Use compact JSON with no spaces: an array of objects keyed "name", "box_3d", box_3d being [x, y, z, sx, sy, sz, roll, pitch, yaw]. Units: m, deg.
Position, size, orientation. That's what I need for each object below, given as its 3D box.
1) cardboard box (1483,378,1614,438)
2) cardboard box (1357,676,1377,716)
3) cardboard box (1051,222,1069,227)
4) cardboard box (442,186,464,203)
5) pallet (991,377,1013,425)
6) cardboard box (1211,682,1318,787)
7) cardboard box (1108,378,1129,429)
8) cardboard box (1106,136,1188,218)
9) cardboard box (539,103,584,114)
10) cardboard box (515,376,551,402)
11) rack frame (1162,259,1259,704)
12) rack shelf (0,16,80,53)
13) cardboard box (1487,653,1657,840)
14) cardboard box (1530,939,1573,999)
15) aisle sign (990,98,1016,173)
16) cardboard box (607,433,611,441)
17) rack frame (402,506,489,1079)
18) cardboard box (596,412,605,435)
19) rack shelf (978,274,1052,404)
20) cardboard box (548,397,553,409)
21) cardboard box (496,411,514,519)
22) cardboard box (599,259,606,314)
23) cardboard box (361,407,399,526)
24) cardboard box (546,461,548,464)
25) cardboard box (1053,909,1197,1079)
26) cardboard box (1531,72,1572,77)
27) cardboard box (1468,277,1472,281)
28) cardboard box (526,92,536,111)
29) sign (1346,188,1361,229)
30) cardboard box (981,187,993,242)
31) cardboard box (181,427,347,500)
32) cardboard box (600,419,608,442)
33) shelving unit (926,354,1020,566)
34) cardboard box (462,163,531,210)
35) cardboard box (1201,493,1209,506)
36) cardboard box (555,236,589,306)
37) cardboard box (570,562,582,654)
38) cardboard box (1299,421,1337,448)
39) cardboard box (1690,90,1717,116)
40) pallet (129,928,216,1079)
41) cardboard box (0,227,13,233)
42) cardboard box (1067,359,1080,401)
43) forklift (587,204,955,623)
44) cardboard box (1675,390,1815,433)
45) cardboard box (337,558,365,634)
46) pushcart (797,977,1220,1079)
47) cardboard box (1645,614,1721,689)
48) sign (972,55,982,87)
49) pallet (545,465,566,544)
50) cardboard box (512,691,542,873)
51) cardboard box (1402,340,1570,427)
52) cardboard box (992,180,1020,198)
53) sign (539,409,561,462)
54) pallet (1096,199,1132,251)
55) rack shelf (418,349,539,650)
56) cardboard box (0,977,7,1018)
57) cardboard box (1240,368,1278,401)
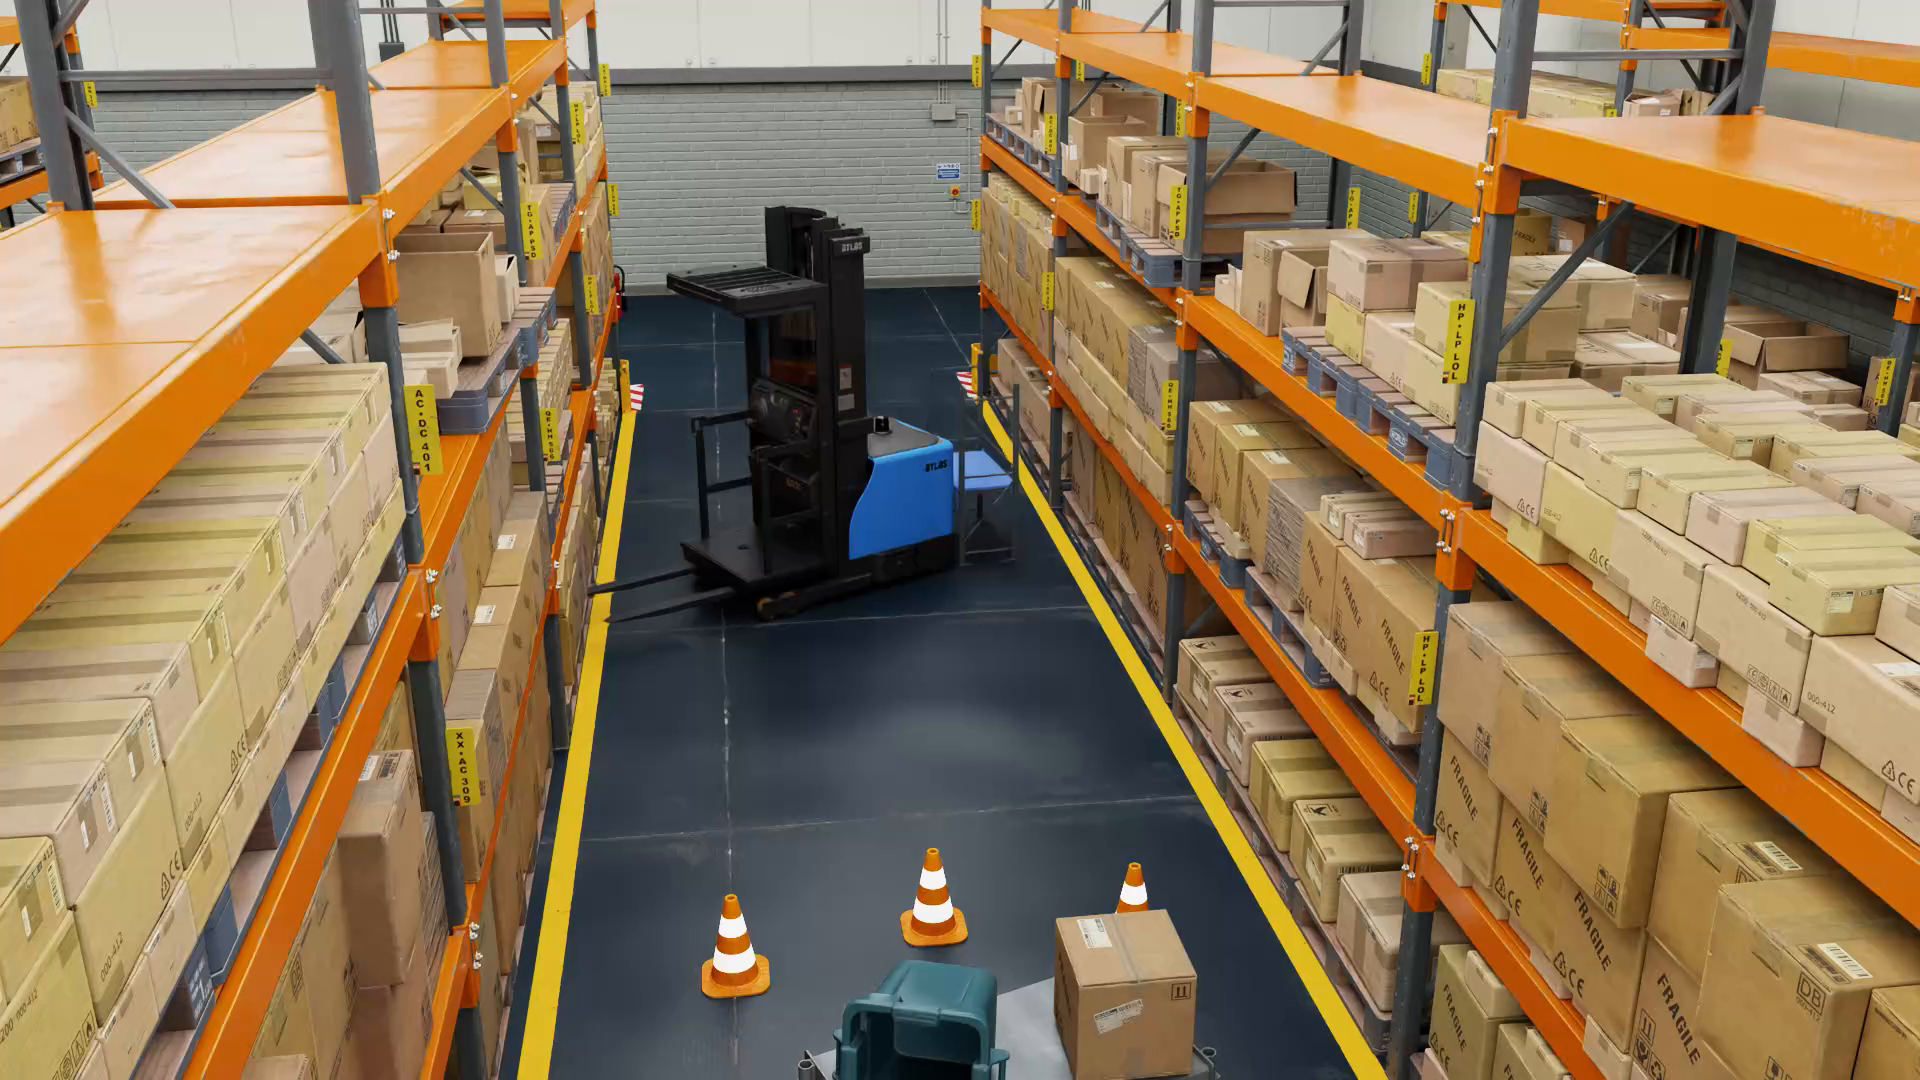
[{"name":"cardboard box","box_3d":[2.180,-0.491,6.177,0.380,0.149,0.250,-3,21,-9]},{"name":"cardboard box","box_3d":[2.090,0.709,7.790,0.380,0.149,0.250,-4,21,-9]},{"name":"cardboard box","box_3d":[1.015,-2.732,14.745,0.380,0.149,0.250,-2,21,-6]},{"name":"cardboard box","box_3d":[-3.489,-2.039,10.958,0.500,0.500,0.500,-3,21,-8]},{"name":"pallet","box_3d":[0.921,-1.531,18.015,1.003,0.211,1.213,-3,21,-8]},{"name":"cardboard box","box_3d":[2.067,1.145,10.020,0.950,0.372,0.625,-3,21,-9]},{"name":"cardboard box","box_3d":[1.389,-1.013,12.141,0.500,0.250,0.500,-3,21,-9]},{"name":"cardboard box","box_3d":[1.340,-2.585,11.820,0.500,0.500,0.500,-3,21,-7]},{"name":"cardboard box","box_3d":[-3.523,-3.767,14.659,0.380,0.149,0.250,-2,21,-5]},{"name":"cardboard box","box_3d":[-3.068,-1.039,11.618,0.380,0.149,0.250,-2,21,-6]},{"name":"rack frame","box_3d":[1.881,-0.341,10.841,1.000,3.000,0.127,-3,21,-8]},{"name":"rack shelf","box_3d":[-8.790,-4.204,14.211,1.077,0.370,4.000,-3,21,-8]},{"name":"cardboard box","box_3d":[2.359,0.731,5.975,0.700,0.500,0.500,-3,21,-7]},{"name":"cardboard box","box_3d":[2.343,1.550,6.139,0.380,0.149,0.250,-2,21,-6]},{"name":"aisle sign","box_3d":[0.431,-4.339,17.830,0.394,0.787,0.004,-3,21,-8]},{"name":"cardboard box","box_3d":[-3.616,-1.070,16.268,0.380,0.149,0.250,-3,21,-7]},{"name":"rack frame","box_3d":[-2.426,1.329,6.371,1.000,3.000,0.127,-3,21,-8]},{"name":"cardboard box","box_3d":[-3.506,-1.075,15.433,0.380,0.149,0.250,-2,21,-7]},{"name":"rack shelf","box_3d":[1.016,-2.081,16.529,1.077,0.370,4.000,-3,21,-8]},{"name":"cardboard box","box_3d":[-3.060,-0.898,11.666,0.380,0.149,0.250,-3,21,-8]},{"name":"cardboard box","box_3d":[-2.948,-0.415,9.469,0.700,0.500,0.500,-3,21,-8]},{"name":"cardboard box","box_3d":[-3.623,-2.343,15.633,0.500,0.500,0.500,-2,21,-5]},{"name":"cardboard box","box_3d":[-2.101,-0.232,5.308,0.500,0.250,0.500,-3,21,-8]},{"name":"cardboard box","box_3d":[-2.985,-0.580,11.240,0.380,0.149,0.250,-2,21,-5]},{"name":"cardboard box","box_3d":[0.701,1.961,7.170,0.500,0.500,0.500,-3,21,-8]},{"name":"cardboard box","box_3d":[6.054,-4.751,17.436,0.500,0.250,0.500,-4,21,-9]},{"name":"cardboard box","box_3d":[5.552,-2.668,17.432,0.380,0.149,0.250,-4,21,-9]},{"name":"cardboard box","box_3d":[-4.172,-4.103,15.558,0.380,0.149,0.250,-2,21,-6]},{"name":"sign","box_3d":[2.419,-2.015,10.297,0.100,0.325,0.005,-3,21,-8]},{"name":"cardboard box","box_3d":[0.516,-3.445,17.582,0.500,0.500,0.500,-3,21,-9]},{"name":"cardboard box","box_3d":[-1.950,-0.204,4.665,0.380,0.149,0.250,-3,21,-7]},{"name":"cardboard box","box_3d":[-3.537,-1.029,15.735,0.380,0.149,0.250,-3,21,-8]},{"name":"shelving unit","box_3d":[0.093,-0.689,13.917,0.538,1.500,1.048,-6,21,-15]},{"name":"cardboard box","box_3d":[-2.862,-2.199,10.293,0.396,0.266,0.258,-3,21,-8]},{"name":"cardboard box","box_3d":[1.744,-0.298,10.485,0.380,0.149,0.250,-4,21,-11]},{"name":"cardboard box","box_3d":[-3.403,-2.264,13.994,0.500,0.500,0.500,-2,21,-6]},{"name":"cardboard box","box_3d":[-2.928,0.487,11.599,0.500,0.500,0.500,-3,21,-7]},{"name":"cardboard box","box_3d":[2.307,-0.402,9.837,0.500,0.500,0.500,-3,21,-9]},{"name":"cardboard box","box_3d":[6.399,-3.649,14.012,0.396,0.266,0.258,-3,21,-8]},{"name":"pallet","box_3d":[-1.966,1.094,2.840,1.003,0.211,1.213,-3,21,-8]},{"name":"cardboard box","box_3d":[-9.204,-2.678,15.817,0.500,0.500,0.500,-3,21,-9]},{"name":"cardboard box","box_3d":[1.183,-1.311,13.653,0.500,0.250,0.500,-3,21,-9]},{"name":"forklift","box_3d":[-1.524,-0.978,12.645,3.031,2.935,1.130,-15,25,-34]},{"name":"cardboard box","box_3d":[2.833,-0.432,6.018,0.380,0.149,0.250,-3,21,-9]},{"name":"cardboard box","box_3d":[-1.945,0.173,4.795,0.380,0.149,0.250,-3,21,-8]},{"name":"pushcart","box_3d":[0.209,2.405,7.238,1.648,0.377,0.936,-11,23,-26]},{"name":"cardboard box","box_3d":[2.359,0.328,5.123,0.380,0.149,0.250,-3,21,-9]},{"name":"sign","box_3d":[0.178,-4.936,17.496,0.100,0.325,0.005,-3,21,-8]},{"name":"pallet","box_3d":[-3.211,-0.208,10.759,1.213,0.211,1.003,-3,21,-8]},{"name":"cardboard box","box_3d":[-2.874,1.319,9.013,1.050,0.750,0.750,-3,21,-7]},{"name":"cardboard box","box_3d":[2.230,-0.682,7.083,0.500,0.250,0.500,-3,21,-9]},{"name":"cardboard box","box_3d":[0.538,-3.610,17.095,0.380,0.149,0.250,-2,21,-6]},{"name":"sign","box_3d":[-2.454,-0.628,9.955,0.100,0.325,0.005,-3,21,-8]},{"name":"pallet","box_3d":[1.572,-2.265,11.976,1.003,0.211,1.213,-2,21,-5]},{"name":"rack shelf","box_3d":[-2.714,-0.432,7.826,1.077,0.370,4.000,-3,21,-8]},{"name":"cardboard box","box_3d":[-1.582,0.678,2.304,0.380,0.149,0.250,-3,21,-7]},{"name":"cardboard box","box_3d":[2.052,-1.039,11.139,0.500,0.500,0.500,-4,21,-10]}]
